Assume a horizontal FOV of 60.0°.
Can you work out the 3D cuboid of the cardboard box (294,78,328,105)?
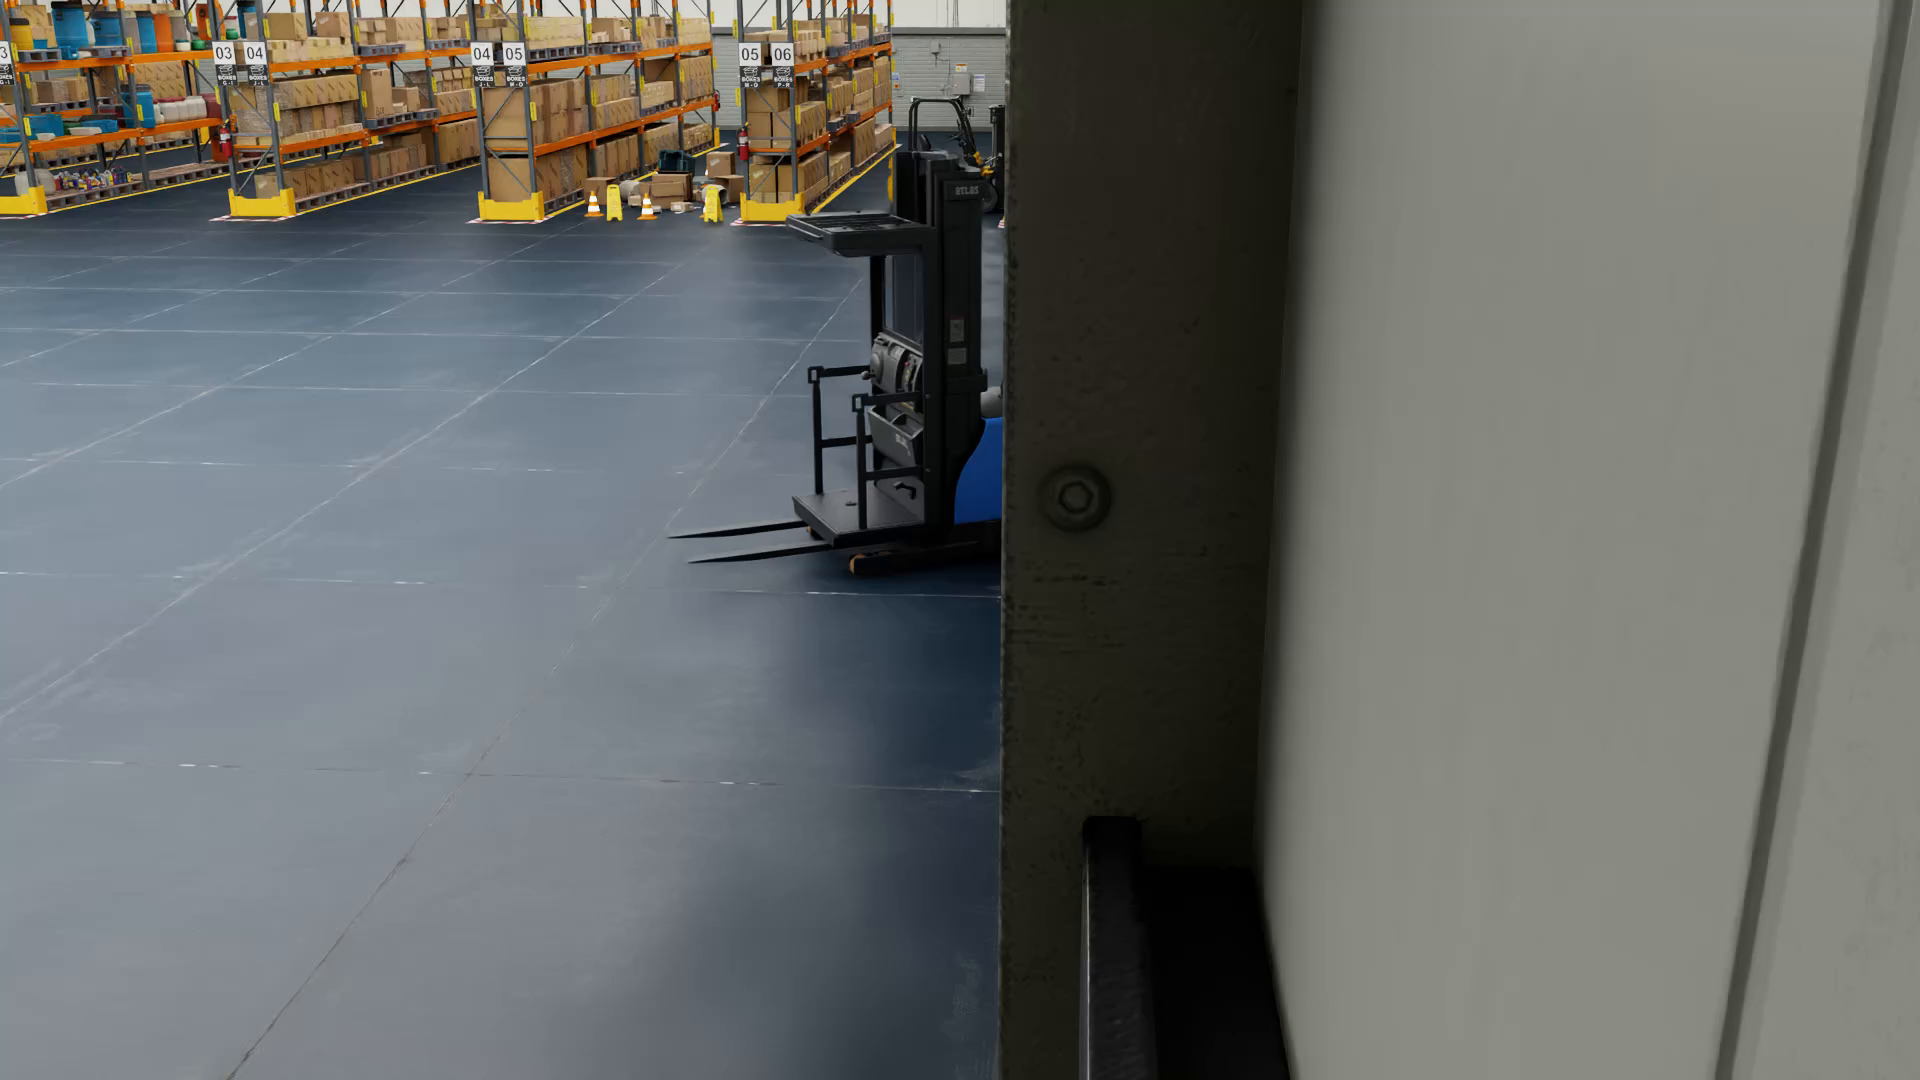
[{"bbox_3d":[-13.000,-8.961,33.209,0.500,0.500,0.500,1,18,4],"label":"cardboard box"}]

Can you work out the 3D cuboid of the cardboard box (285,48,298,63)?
[{"bbox_3d":[-13.096,-9.325,31.987,0.500,0.250,0.500,1,18,3],"label":"cardboard box"}]

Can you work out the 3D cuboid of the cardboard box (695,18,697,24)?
[{"bbox_3d":[-7.186,-13.768,44.103,0.380,0.149,0.250,2,18,5],"label":"cardboard box"}]

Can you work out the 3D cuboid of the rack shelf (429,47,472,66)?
[{"bbox_3d":[-12.702,-11.856,40.626,1.077,0.370,4.000,1,18,4],"label":"rack shelf"}]

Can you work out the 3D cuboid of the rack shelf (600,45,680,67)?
[{"bbox_3d":[-7.762,-11.714,40.192,1.077,0.370,4.000,1,18,4],"label":"rack shelf"}]

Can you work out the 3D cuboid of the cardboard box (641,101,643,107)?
[{"bbox_3d":[-7.672,-10.223,39.035,0.380,0.149,0.250,1,18,3],"label":"cardboard box"}]

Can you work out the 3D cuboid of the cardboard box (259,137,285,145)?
[{"bbox_3d":[-13.160,-7.630,31.795,0.380,0.149,0.250,1,18,4],"label":"cardboard box"}]

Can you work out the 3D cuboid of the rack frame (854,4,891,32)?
[{"bbox_3d":[-2.387,-15.265,45.058,1.000,3.000,0.127,1,18,4],"label":"rack frame"}]

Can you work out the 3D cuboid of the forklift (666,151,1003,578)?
[{"bbox_3d":[-0.655,-1.306,12.201,3.031,2.935,1.130,-8,20,-22],"label":"forklift"}]

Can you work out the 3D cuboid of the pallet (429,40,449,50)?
[{"bbox_3d":[-12.852,-11.688,39.261,1.213,0.211,1.003,2,18,6],"label":"pallet"}]

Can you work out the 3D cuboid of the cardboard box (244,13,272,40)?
[{"bbox_3d":[-13.560,-10.005,32.382,0.500,0.500,0.500,1,18,4],"label":"cardboard box"}]

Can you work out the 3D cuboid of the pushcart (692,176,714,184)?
[{"bbox_3d":[-5.525,-7.477,35.135,1.648,0.377,0.936,-5,19,-15],"label":"pushcart"}]

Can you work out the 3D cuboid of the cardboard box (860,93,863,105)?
[{"bbox_3d":[-2.592,-10.563,39.780,0.500,0.250,0.500,1,18,4],"label":"cardboard box"}]

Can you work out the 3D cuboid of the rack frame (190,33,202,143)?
[{"bbox_3d":[-22.152,-12.858,47.346,1.000,3.000,0.127,1,18,4],"label":"rack frame"}]

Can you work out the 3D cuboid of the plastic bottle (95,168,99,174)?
[{"bbox_3d":[-18.532,-7.843,35.715,0.097,0.271,0.097,0,18,0],"label":"plastic bottle"}]

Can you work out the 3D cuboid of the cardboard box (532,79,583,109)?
[{"bbox_3d":[-8.176,-9.064,33.792,0.875,0.550,0.550,1,18,4],"label":"cardboard box"}]

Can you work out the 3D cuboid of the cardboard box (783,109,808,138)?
[{"bbox_3d":[-3.190,-7.936,31.686,0.500,0.500,0.500,2,18,6],"label":"cardboard box"}]

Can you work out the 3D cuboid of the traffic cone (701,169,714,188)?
[{"bbox_3d":[-5.532,-8.011,36.627,0.336,0.463,0.334,1,18,4],"label":"traffic cone"}]

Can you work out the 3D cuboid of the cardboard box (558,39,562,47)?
[{"bbox_3d":[-8.008,-9.725,32.537,0.380,0.149,0.250,1,18,4],"label":"cardboard box"}]

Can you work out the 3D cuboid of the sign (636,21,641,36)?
[{"bbox_3d":[-7.352,-11.703,38.046,0.100,0.325,0.005,1,18,4],"label":"sign"}]

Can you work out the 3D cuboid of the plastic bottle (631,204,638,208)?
[{"bbox_3d":[-6.490,-6.656,33.138,0.133,0.061,0.283,-5,19,-15],"label":"plastic bottle"}]

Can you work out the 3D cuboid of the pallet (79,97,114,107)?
[{"bbox_3d":[-22.605,-11.279,42.835,1.003,0.211,1.213,1,18,4],"label":"pallet"}]

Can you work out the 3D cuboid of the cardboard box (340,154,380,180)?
[{"bbox_3d":[-13.066,-8.120,36.195,0.700,0.500,0.500,0,18,0],"label":"cardboard box"}]

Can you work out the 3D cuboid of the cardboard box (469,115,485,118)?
[{"bbox_3d":[-12.584,-10.384,42.534,1.225,0.875,0.875,1,18,4],"label":"cardboard box"}]

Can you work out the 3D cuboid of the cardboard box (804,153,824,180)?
[{"bbox_3d":[-3.057,-7.589,33.803,0.500,0.500,0.500,2,18,5],"label":"cardboard box"}]

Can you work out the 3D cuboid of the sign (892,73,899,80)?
[{"bbox_3d":[-2.050,-14.315,51.358,0.327,0.218,0.001,1,18,4],"label":"sign"}]

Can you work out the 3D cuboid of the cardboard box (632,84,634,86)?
[{"bbox_3d":[-8.197,-11.100,40.756,0.380,0.149,0.250,2,18,6],"label":"cardboard box"}]

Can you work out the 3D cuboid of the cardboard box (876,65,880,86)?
[{"bbox_3d":[-2.356,-11.994,42.943,0.500,0.500,0.500,1,18,3],"label":"cardboard box"}]

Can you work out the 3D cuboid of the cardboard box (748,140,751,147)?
[{"bbox_3d":[-3.813,-7.528,31.483,0.380,0.149,0.250,1,18,3],"label":"cardboard box"}]

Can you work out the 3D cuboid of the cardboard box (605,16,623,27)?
[{"bbox_3d":[-8.113,-12.137,38.938,0.396,0.266,0.258,1,18,4],"label":"cardboard box"}]

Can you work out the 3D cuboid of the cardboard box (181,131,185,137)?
[{"bbox_3d":[-22.064,-11.422,46.809,0.380,0.166,0.250,1,18,4],"label":"cardboard box"}]

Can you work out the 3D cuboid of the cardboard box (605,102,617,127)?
[{"bbox_3d":[-7.812,-9.283,36.277,0.500,0.500,0.500,1,18,4],"label":"cardboard box"}]

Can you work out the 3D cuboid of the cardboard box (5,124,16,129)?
[{"bbox_3d":[-27.080,-11.604,46.859,0.700,0.500,0.500,1,18,4],"label":"cardboard box"}]

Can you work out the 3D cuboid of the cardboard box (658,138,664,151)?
[{"bbox_3d":[-7.535,-9.550,40.592,0.500,0.500,0.500,1,18,3],"label":"cardboard box"}]

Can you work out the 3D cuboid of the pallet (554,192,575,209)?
[{"bbox_3d":[-8.409,-6.827,33.419,1.003,0.211,1.213,1,18,4],"label":"pallet"}]

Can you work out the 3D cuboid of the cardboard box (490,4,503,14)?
[{"bbox_3d":[-12.426,-14.085,44.073,0.500,0.250,0.500,1,18,2],"label":"cardboard box"}]

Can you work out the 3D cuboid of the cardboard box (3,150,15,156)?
[{"bbox_3d":[-22.548,-9.203,39.032,0.500,0.311,0.500,1,18,3],"label":"cardboard box"}]

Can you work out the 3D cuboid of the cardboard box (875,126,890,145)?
[{"bbox_3d":[-2.392,-10.905,44.826,0.875,0.438,0.875,2,18,5],"label":"cardboard box"}]

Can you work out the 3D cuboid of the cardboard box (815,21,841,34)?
[{"bbox_3d":[-2.780,-10.806,35.031,0.500,0.250,0.500,1,18,3],"label":"cardboard box"}]

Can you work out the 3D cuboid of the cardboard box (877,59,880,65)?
[{"bbox_3d":[-2.287,-12.413,43.181,0.380,0.149,0.250,1,18,2],"label":"cardboard box"}]

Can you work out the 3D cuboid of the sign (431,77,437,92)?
[{"bbox_3d":[-12.303,-10.654,38.889,0.100,0.325,0.005,1,18,4],"label":"sign"}]

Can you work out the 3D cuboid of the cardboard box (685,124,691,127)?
[{"bbox_3d":[-7.608,-11.378,45.777,0.380,0.149,0.250,2,18,5],"label":"cardboard box"}]

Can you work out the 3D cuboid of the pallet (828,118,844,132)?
[{"bbox_3d":[-3.048,-8.830,35.363,1.003,0.211,1.213,1,18,4],"label":"pallet"}]

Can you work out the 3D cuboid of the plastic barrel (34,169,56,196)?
[{"bbox_3d":[-18.352,-7.156,33.266,0.421,0.512,0.421,0,18,0],"label":"plastic barrel"}]

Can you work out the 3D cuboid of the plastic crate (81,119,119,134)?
[{"bbox_3d":[-17.881,-8.599,34.587,0.499,0.251,0.616,1,18,4],"label":"plastic crate"}]

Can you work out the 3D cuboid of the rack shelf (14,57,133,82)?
[{"bbox_3d":[-18.216,-9.482,33.380,1.077,0.370,4.000,1,18,4],"label":"rack shelf"}]

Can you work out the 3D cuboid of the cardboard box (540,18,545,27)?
[{"bbox_3d":[-8.081,-9.789,31.450,0.380,0.149,0.250,1,18,4],"label":"cardboard box"}]

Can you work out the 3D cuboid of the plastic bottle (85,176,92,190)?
[{"bbox_3d":[-17.884,-7.321,34.105,0.061,0.283,0.133,2,18,5],"label":"plastic bottle"}]

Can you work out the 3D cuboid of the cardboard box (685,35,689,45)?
[{"bbox_3d":[-7.295,-12.899,42.895,0.500,0.250,0.500,1,18,3],"label":"cardboard box"}]

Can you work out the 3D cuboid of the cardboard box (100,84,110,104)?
[{"bbox_3d":[-22.659,-11.824,44.030,0.500,0.500,0.500,2,18,5],"label":"cardboard box"}]

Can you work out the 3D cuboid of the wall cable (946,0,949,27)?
[{"bbox_3d":[-1.510,-17.021,50.415,2.355,3.000,0.029,1,18,4],"label":"wall cable"}]

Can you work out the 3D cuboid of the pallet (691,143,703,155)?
[{"bbox_3d":[-7.521,-10.515,44.675,1.003,0.211,1.213,1,18,4],"label":"pallet"}]

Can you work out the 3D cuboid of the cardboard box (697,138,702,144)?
[{"bbox_3d":[-7.184,-10.766,44.866,0.380,0.149,0.250,2,18,5],"label":"cardboard box"}]
